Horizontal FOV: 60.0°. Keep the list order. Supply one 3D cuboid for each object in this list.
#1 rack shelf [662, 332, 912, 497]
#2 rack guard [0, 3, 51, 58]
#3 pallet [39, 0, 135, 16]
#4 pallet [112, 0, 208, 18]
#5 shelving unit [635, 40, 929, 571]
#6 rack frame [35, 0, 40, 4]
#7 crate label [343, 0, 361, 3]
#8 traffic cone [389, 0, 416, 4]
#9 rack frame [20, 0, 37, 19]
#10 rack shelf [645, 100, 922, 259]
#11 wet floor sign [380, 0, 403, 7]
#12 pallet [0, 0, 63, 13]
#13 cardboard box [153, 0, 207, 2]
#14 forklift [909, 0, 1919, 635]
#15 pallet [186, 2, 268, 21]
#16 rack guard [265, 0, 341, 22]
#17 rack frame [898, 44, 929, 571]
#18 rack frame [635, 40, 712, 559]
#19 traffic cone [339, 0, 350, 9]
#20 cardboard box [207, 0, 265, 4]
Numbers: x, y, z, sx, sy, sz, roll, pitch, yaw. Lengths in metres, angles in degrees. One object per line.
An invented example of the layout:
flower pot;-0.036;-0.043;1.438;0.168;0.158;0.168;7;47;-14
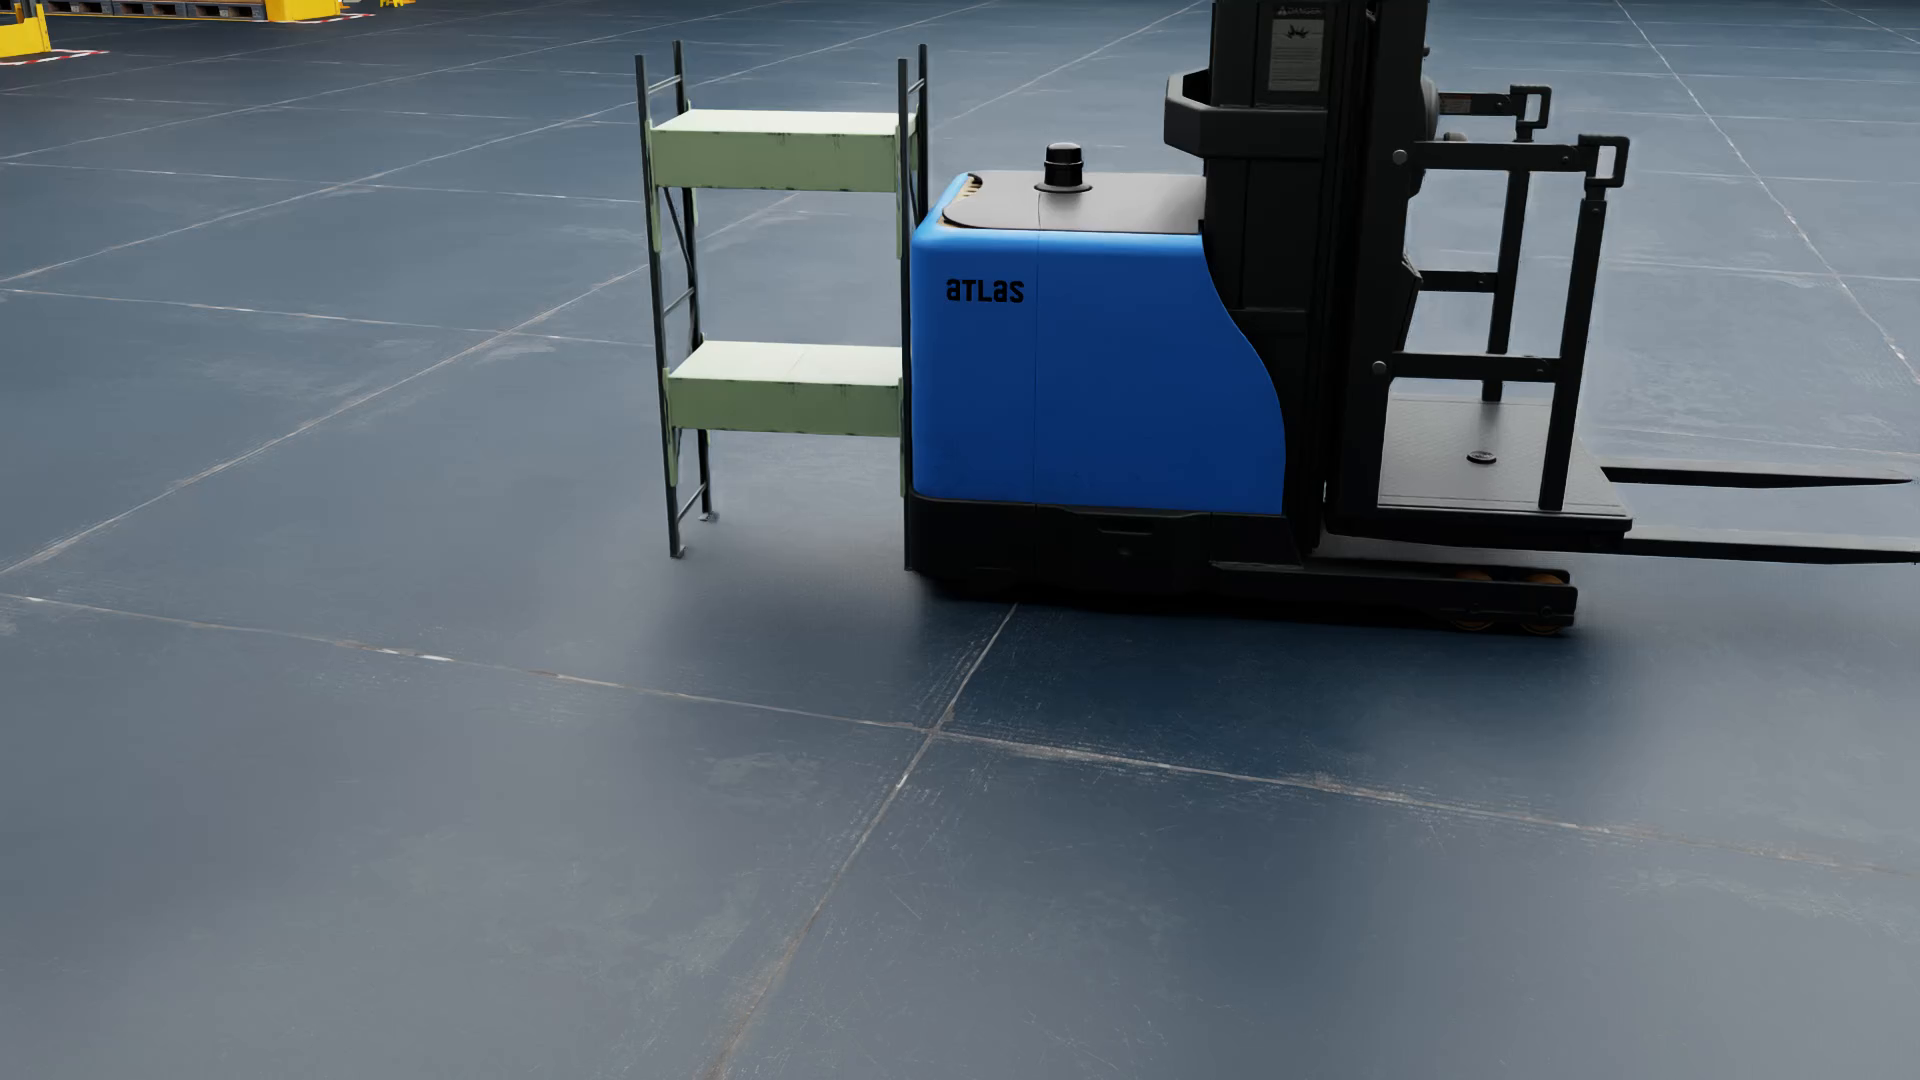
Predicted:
rack shelf;-0.494;-0.393;5.110;0.720;0.370;0.431;3;22;7
rack guard;-10.495;-5.526;18.083;0.348;0.500;1.175;7;23;16
pallet;-12.017;-7.502;23.280;1.213;0.211;1.003;7;23;15
pallet;-10.845;-7.369;22.956;1.213;0.211;1.003;7;23;15
shelving unit;-0.494;-0.694;4.986;0.755;1.500;0.431;3;22;7
rack frame;-12.722;-8.904;23.023;0.127;3.000;1.000;7;23;16
crate label;-9.109;-8.152;24.962;0.298;0.136;0.250;-5;23;-12
traffic cone;-8.339;-8.239;24.745;0.334;0.463;0.336;7;23;16
rack frame;-10.422;-6.674;17.588;0.127;3.000;1.000;7;23;16
rack shelf;-0.494;-1.055;4.838;0.720;0.370;0.431;3;22;7
wet floor sign;-8.293;-8.092;24.147;0.232;0.644;0.267;3;22;6
pallet;-13.483;-7.671;23.692;1.213;0.211;1.003;7;23;16
cardboard box;-10.404;-7.822;22.634;0.875;0.875;0.875;6;23;15
forklift;1.409;-1.307;4.595;3.031;2.935;1.130;3;22;7
pallet;-9.681;-7.234;22.628;1.213;0.211;1.003;7;23;15
rack guard;-8.870;-7.306;22.422;0.348;0.500;1.175;7;23;16
rack frame;-0.131;-0.676;4.942;0.023;1.500;0.400;3;22;7
rack frame;-0.857;-0.712;5.031;0.023;1.500;0.400;3;22;7
traffic cone;-8.991;-7.865;23.835;0.334;0.463;0.336;7;23;16
cardboard box;-9.561;-7.727;22.400;0.875;0.875;0.875;7;23;16
